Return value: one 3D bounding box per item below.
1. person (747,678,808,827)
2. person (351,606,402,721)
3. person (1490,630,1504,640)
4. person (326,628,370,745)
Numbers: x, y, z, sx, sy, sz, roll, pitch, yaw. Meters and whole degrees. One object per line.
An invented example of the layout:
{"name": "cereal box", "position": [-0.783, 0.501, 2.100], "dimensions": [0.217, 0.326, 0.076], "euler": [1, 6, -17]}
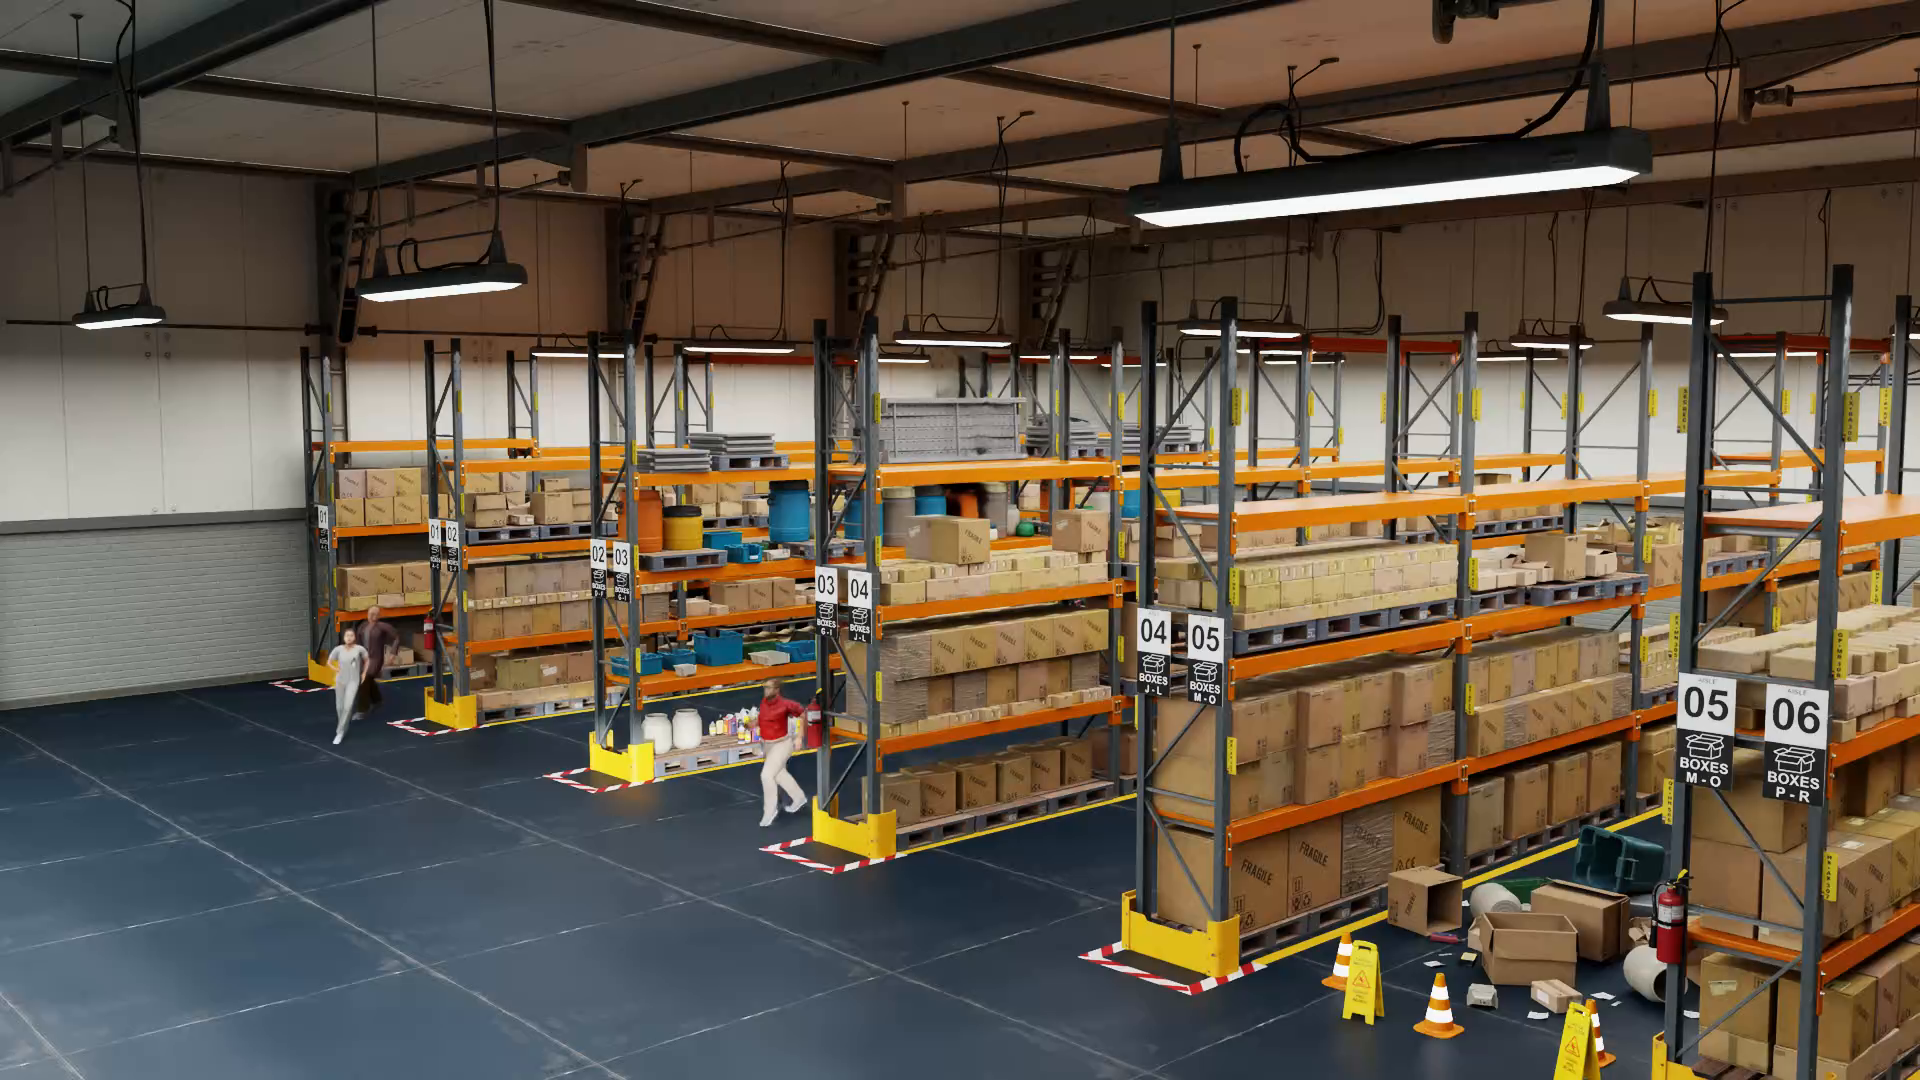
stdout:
{"name": "person", "position": [-2.195, 2.551, 20.206], "dimensions": [0.833, 1.779, 0.672], "euler": [-4, 7, -40]}
{"name": "person", "position": [-9.325, 1.959, 26.516], "dimensions": [0.768, 1.825, 0.801], "euler": [2, 6, 26]}
{"name": "person", "position": [8.091, 2.134, 25.054], "dimensions": [0.883, 1.597, 0.536], "euler": [-5, 7, -42]}
{"name": "person", "position": [-9.120, 2.146, 24.777], "dimensions": [0.581, 1.683, 0.785], "euler": [-1, 5, -8]}
